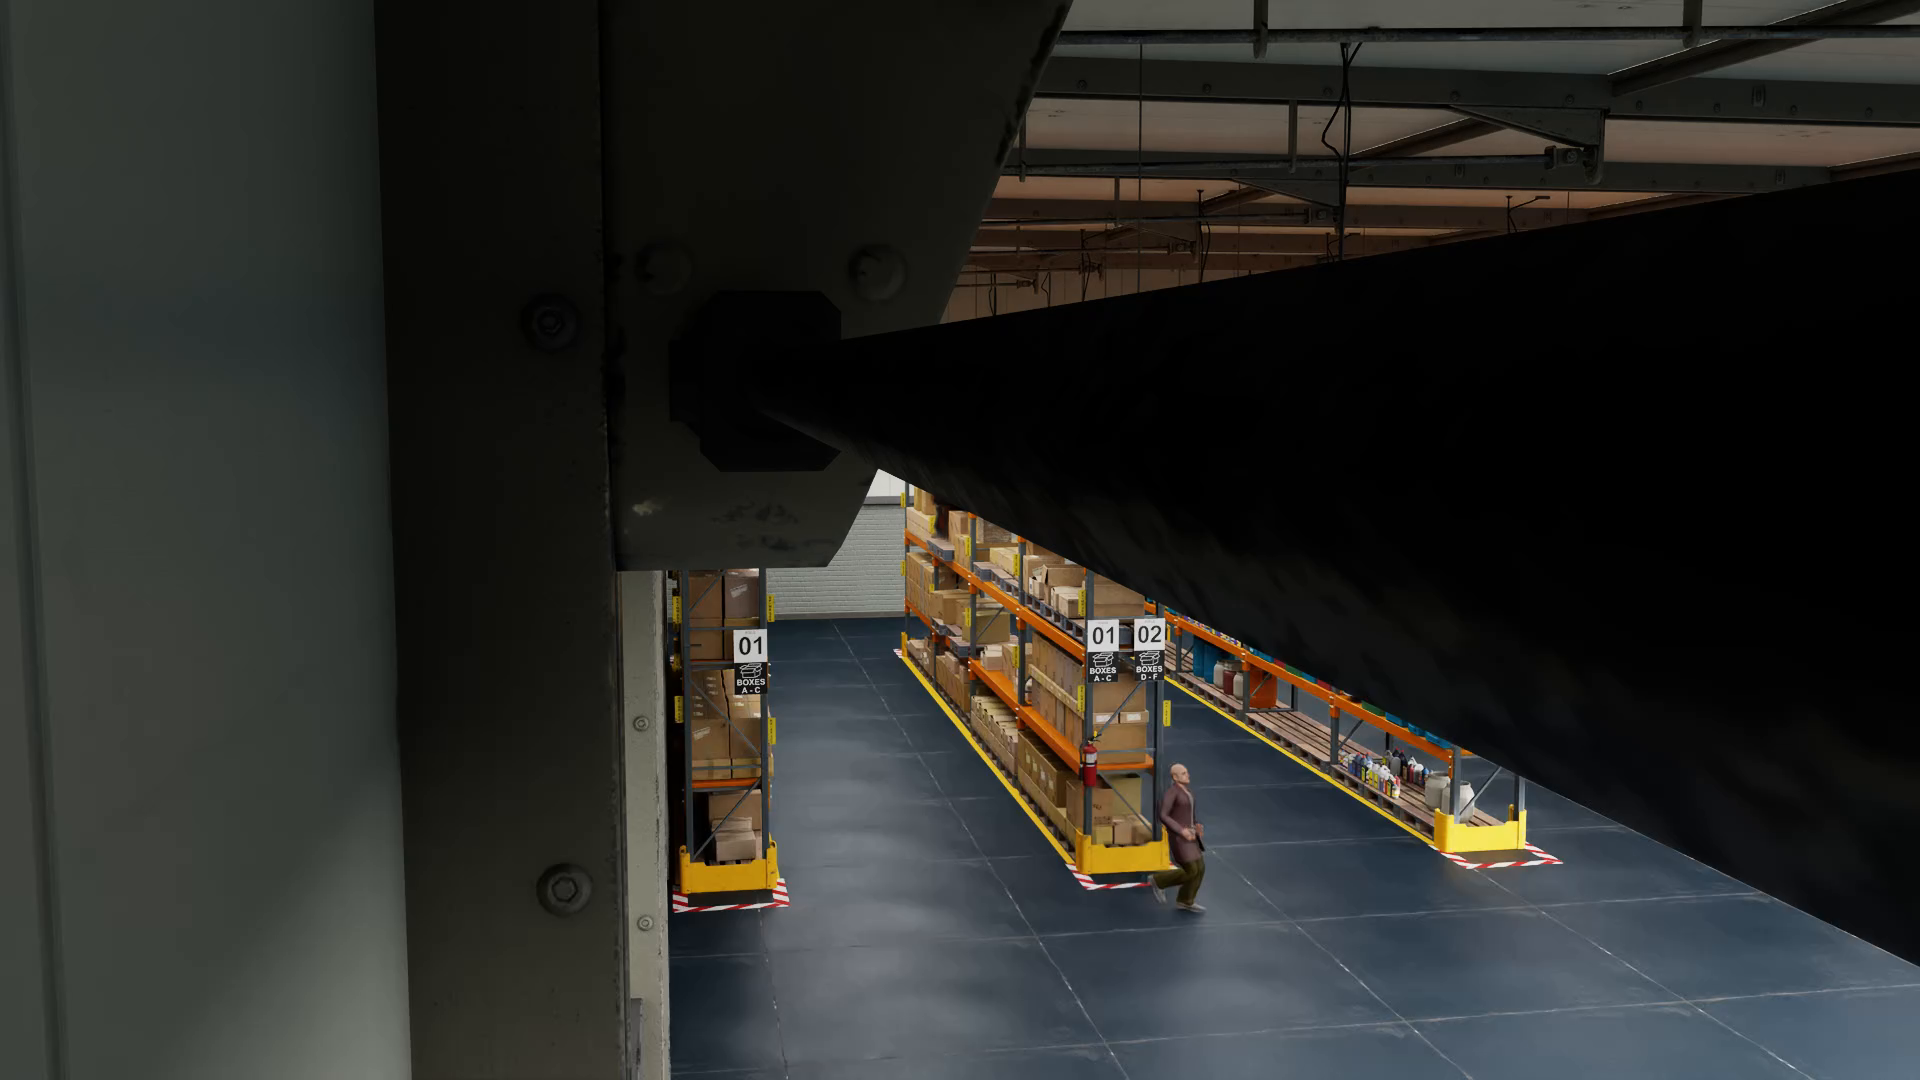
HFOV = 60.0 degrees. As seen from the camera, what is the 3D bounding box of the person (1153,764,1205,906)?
[{"bbox_3d":[2.554,3.432,19.374,0.567,1.660,0.688,3,7,25],"label":"person"}]
